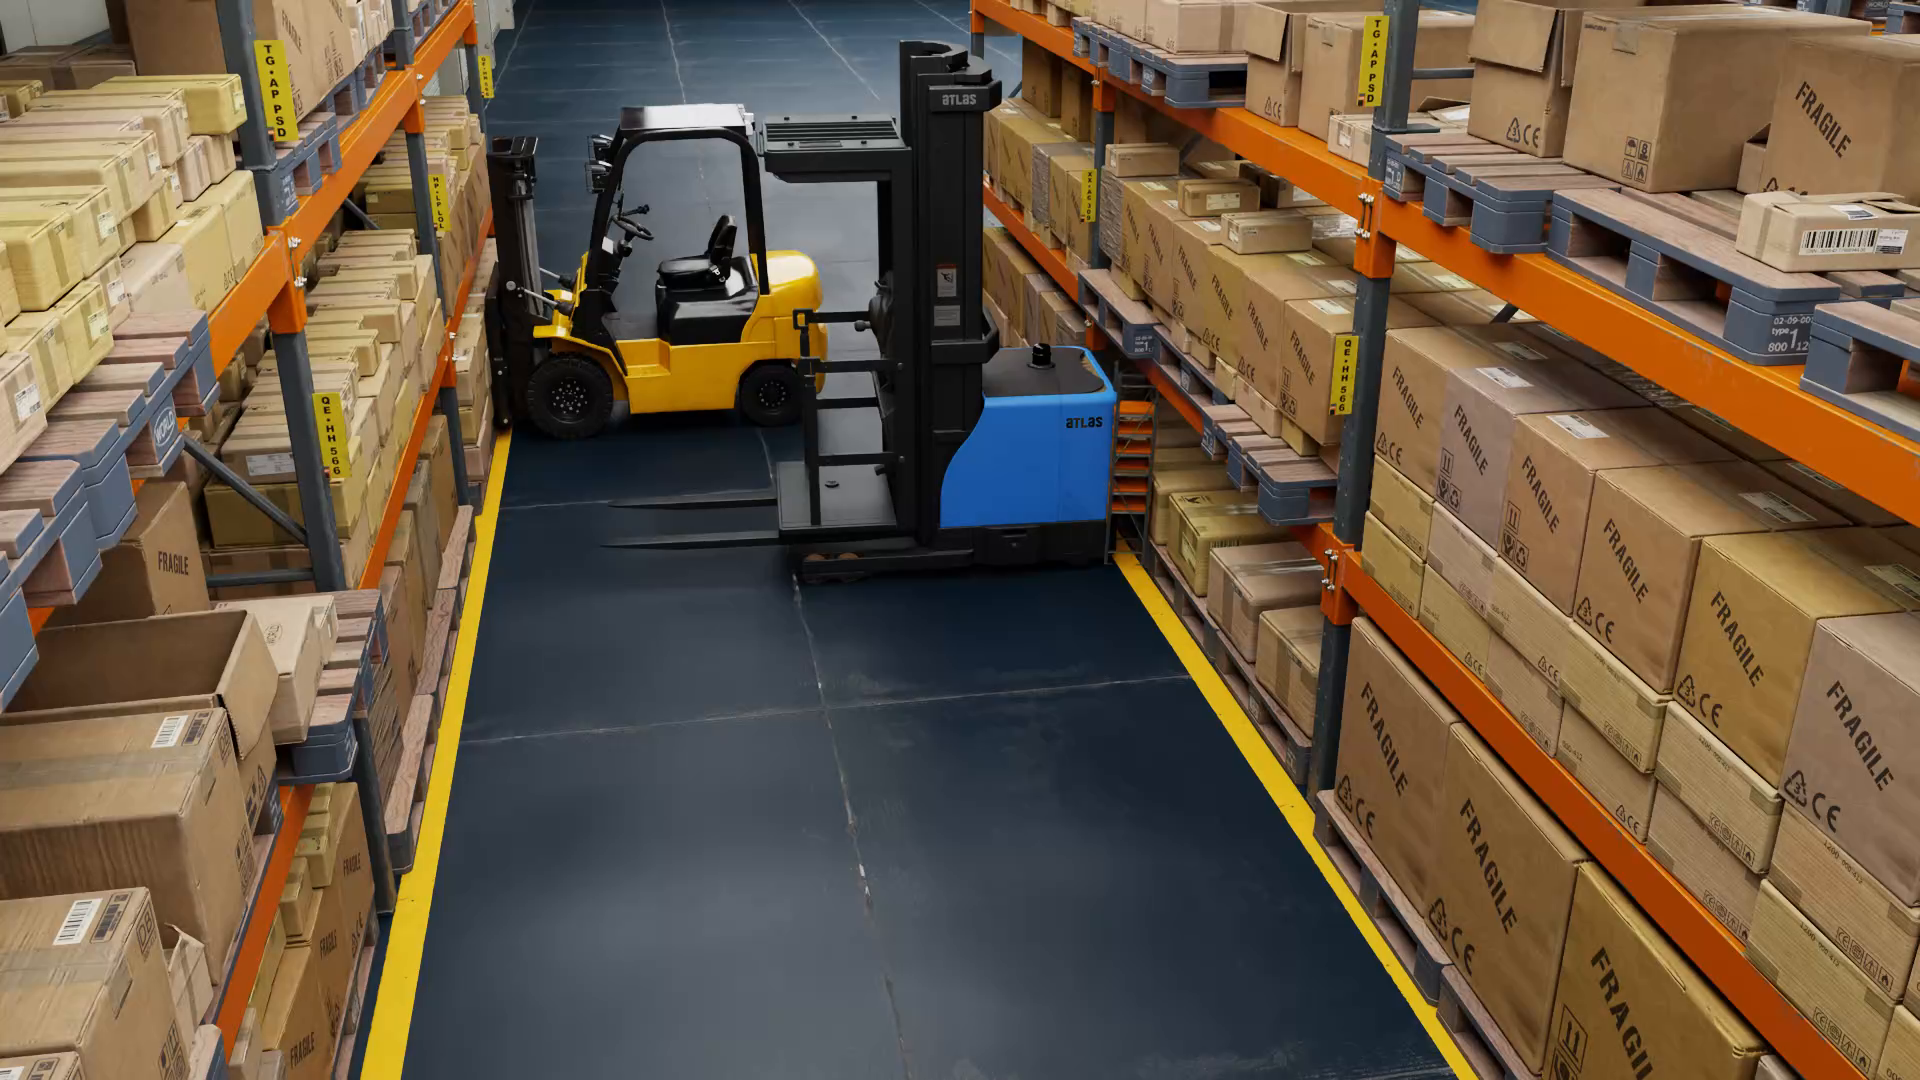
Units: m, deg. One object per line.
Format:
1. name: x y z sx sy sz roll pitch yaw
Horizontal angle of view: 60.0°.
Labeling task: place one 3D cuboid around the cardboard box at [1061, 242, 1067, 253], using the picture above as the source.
1. cardboard box: 0.917 -2.074 11.564 0.380 0.149 0.250 -5 24 -10

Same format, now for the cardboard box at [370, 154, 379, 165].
1. cardboard box: -4.122 -2.602 11.152 0.380 0.149 0.250 -4 24 -8

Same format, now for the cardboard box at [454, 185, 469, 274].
1. cardboard box: -3.577 -2.054 11.079 0.500 0.500 0.500 -5 24 -10

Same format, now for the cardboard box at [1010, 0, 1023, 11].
1. cardboard box: 0.578 -3.950 12.113 0.380 0.149 0.250 -4 24 -9

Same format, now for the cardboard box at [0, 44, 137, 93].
1. cardboard box: -3.191 -1.648 6.065 0.500 0.250 0.500 -4 24 -10

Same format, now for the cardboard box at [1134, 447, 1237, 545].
1. cardboard box: 1.569 -0.280 9.901 0.950 0.372 0.625 -3 24 -6

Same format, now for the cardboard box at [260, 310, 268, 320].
1. cardboard box: -3.454 -0.997 7.850 0.380 0.149 0.250 -4 24 -9

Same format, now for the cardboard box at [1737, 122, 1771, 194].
1. cardboard box: 2.671 -1.196 5.137 0.396 0.266 0.258 -5 24 -11

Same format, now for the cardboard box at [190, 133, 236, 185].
1. cardboard box: -2.503 -1.205 5.202 0.380 0.149 0.250 -4 24 -9

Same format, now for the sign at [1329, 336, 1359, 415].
1. sign: 1.541 -0.657 6.659 0.100 0.325 0.005 -4 24 -10

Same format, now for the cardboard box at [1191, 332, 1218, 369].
1. cardboard box: 1.416 -0.999 8.579 0.380 0.149 0.250 -5 24 -11

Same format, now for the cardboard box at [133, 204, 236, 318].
1. cardboard box: -2.378 -0.762 4.687 0.500 0.250 0.500 -4 24 -10

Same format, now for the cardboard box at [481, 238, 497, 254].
1. cardboard box: -3.893 -2.217 13.240 0.500 0.250 0.500 -4 24 -8

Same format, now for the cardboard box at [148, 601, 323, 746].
1. cardboard box: -2.292 0.429 5.182 0.500 0.250 0.500 -5 24 -12

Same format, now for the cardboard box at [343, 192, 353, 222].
1. cardboard box: -3.978 -2.062 10.289 0.380 0.149 0.250 -4 24 -8

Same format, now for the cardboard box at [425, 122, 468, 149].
1. cardboard box: -3.676 -2.844 11.707 0.380 0.149 0.250 -4 24 -9

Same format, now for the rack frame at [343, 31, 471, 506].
1. rack frame: -3.545 -1.411 9.733 1.000 3.000 0.127 -4 24 -10

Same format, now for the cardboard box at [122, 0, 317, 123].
1. cardboard box: -2.699 -1.800 6.100 0.500 0.500 0.500 -4 24 -9

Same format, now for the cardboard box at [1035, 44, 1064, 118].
1. cardboard box: 0.988 -3.609 13.020 0.700 0.500 0.500 -4 24 -9

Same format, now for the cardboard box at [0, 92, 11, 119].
1. cardboard box: -2.990 -1.195 4.809 0.380 0.149 0.250 -4 24 -9

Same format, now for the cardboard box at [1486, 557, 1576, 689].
1. cardboard box: 2.098 0.251 5.491 0.500 0.250 0.500 -4 24 -10

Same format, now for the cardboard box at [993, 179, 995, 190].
1. cardboard box: 0.483 -2.881 13.412 0.380 0.149 0.250 -5 24 -11

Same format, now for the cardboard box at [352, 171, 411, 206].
1. cardboard box: -3.466 -2.133 10.079 0.380 0.149 0.250 -4 24 -9

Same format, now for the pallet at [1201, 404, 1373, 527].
1. pallet: 1.836 -0.391 7.638 1.213 0.211 1.003 -4 24 -10

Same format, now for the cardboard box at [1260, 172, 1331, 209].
1. cardboard box: 1.854 -1.911 9.045 0.380 0.149 0.250 -5 24 -12

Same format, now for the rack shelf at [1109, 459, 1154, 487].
1. rack shelf: 0.984 -0.395 9.659 0.258 0.103 0.180 1 25 -2

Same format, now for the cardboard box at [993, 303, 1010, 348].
1. cardboard box: 0.557 -1.747 13.412 0.500 0.250 0.500 -3 24 -8

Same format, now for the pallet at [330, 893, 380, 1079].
1. pallet: -2.704 1.737 6.010 1.003 0.211 1.213 -4 24 -10

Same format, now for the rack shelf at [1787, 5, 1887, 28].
1. rack shelf: 5.809 -4.018 12.852 1.077 0.370 4.000 -4 24 -10

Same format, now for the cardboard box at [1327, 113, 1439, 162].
1. cardboard box: 1.754 -1.672 6.896 0.380 0.149 0.250 -4 24 -10

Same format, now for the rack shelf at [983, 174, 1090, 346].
1. rack shelf: 0.963 -2.237 12.523 1.077 0.370 4.000 -4 24 -10

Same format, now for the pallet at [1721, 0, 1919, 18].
1. pallet: 6.038 -3.843 11.664 1.003 0.211 1.213 -4 24 -10

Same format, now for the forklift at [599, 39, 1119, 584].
1. forklift: -0.625 -1.313 9.594 3.031 2.935 1.130 -3 24 -6

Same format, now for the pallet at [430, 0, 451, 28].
1. pallet: -3.950 -3.558 11.011 1.003 0.211 1.213 -4 24 -10

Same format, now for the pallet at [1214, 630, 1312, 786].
1. pallet: 1.929 0.764 8.238 1.003 0.211 1.213 -4 24 -10

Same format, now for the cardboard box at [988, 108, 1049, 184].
1. cardboard box: 0.507 -3.125 13.161 0.500 0.500 0.500 -4 24 -8

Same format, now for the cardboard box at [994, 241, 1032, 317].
1. cardboard box: 0.576 -2.077 13.232 0.500 0.500 0.500 -5 24 -12

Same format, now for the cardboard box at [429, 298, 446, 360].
1. cardboard box: -3.194 -1.164 9.354 0.500 0.250 0.500 -4 24 -9

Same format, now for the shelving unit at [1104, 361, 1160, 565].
1. shelving unit: 0.985 -0.435 9.640 0.258 1.200 0.189 1 25 -2

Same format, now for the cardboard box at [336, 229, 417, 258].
1. cardboard box: -3.263 -1.636 9.313 0.380 0.149 0.250 -3 24 -8

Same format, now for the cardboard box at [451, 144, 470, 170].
1. cardboard box: -3.684 -2.709 11.770 0.380 0.149 0.250 -4 24 -9

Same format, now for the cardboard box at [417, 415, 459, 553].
1. cardboard box: -3.437 -0.311 9.657 0.875 0.625 0.625 -3 24 -7

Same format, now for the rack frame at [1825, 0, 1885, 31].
1. rack frame: 6.179 -2.186 11.508 1.000 3.000 0.127 -4 24 -10

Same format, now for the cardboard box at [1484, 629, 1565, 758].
1. cardboard box: 2.119 0.481 5.589 0.500 0.250 0.500 -4 24 -8

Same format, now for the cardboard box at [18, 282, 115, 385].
1. cardboard box: -1.959 -0.411 3.360 0.380 0.149 0.250 -4 24 -8

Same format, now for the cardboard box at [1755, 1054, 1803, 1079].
1. cardboard box: 2.619 1.910 4.259 0.875 0.875 0.875 -4 24 -8

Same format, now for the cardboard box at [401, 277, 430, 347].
1. cardboard box: -3.100 -1.196 8.802 0.500 0.250 0.500 -5 24 -11

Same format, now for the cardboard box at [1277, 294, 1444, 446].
1. cardboard box: 1.715 -0.739 7.174 0.500 0.500 0.500 -5 24 -11

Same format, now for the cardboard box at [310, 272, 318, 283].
1. cardboard box: -3.703 -1.353 9.163 0.500 0.250 0.500 -5 24 -11

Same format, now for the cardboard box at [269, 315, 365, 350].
1. cardboard box: -2.967 -0.930 7.697 0.380 0.149 0.250 -4 24 -10

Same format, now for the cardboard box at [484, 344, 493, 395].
1. cardboard box: -3.507 -1.182 11.495 0.500 0.250 0.500 -5 24 -10

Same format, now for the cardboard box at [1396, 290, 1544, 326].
1. cardboard box: 2.217 -0.775 7.256 0.500 0.500 0.500 -5 24 -11

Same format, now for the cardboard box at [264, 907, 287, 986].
1. cardboard box: -2.374 1.313 5.285 0.380 0.149 0.250 -4 24 -8

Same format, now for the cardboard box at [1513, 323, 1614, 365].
1. cardboard box: 2.425 -0.527 6.334 0.500 0.500 0.500 -5 24 -11
